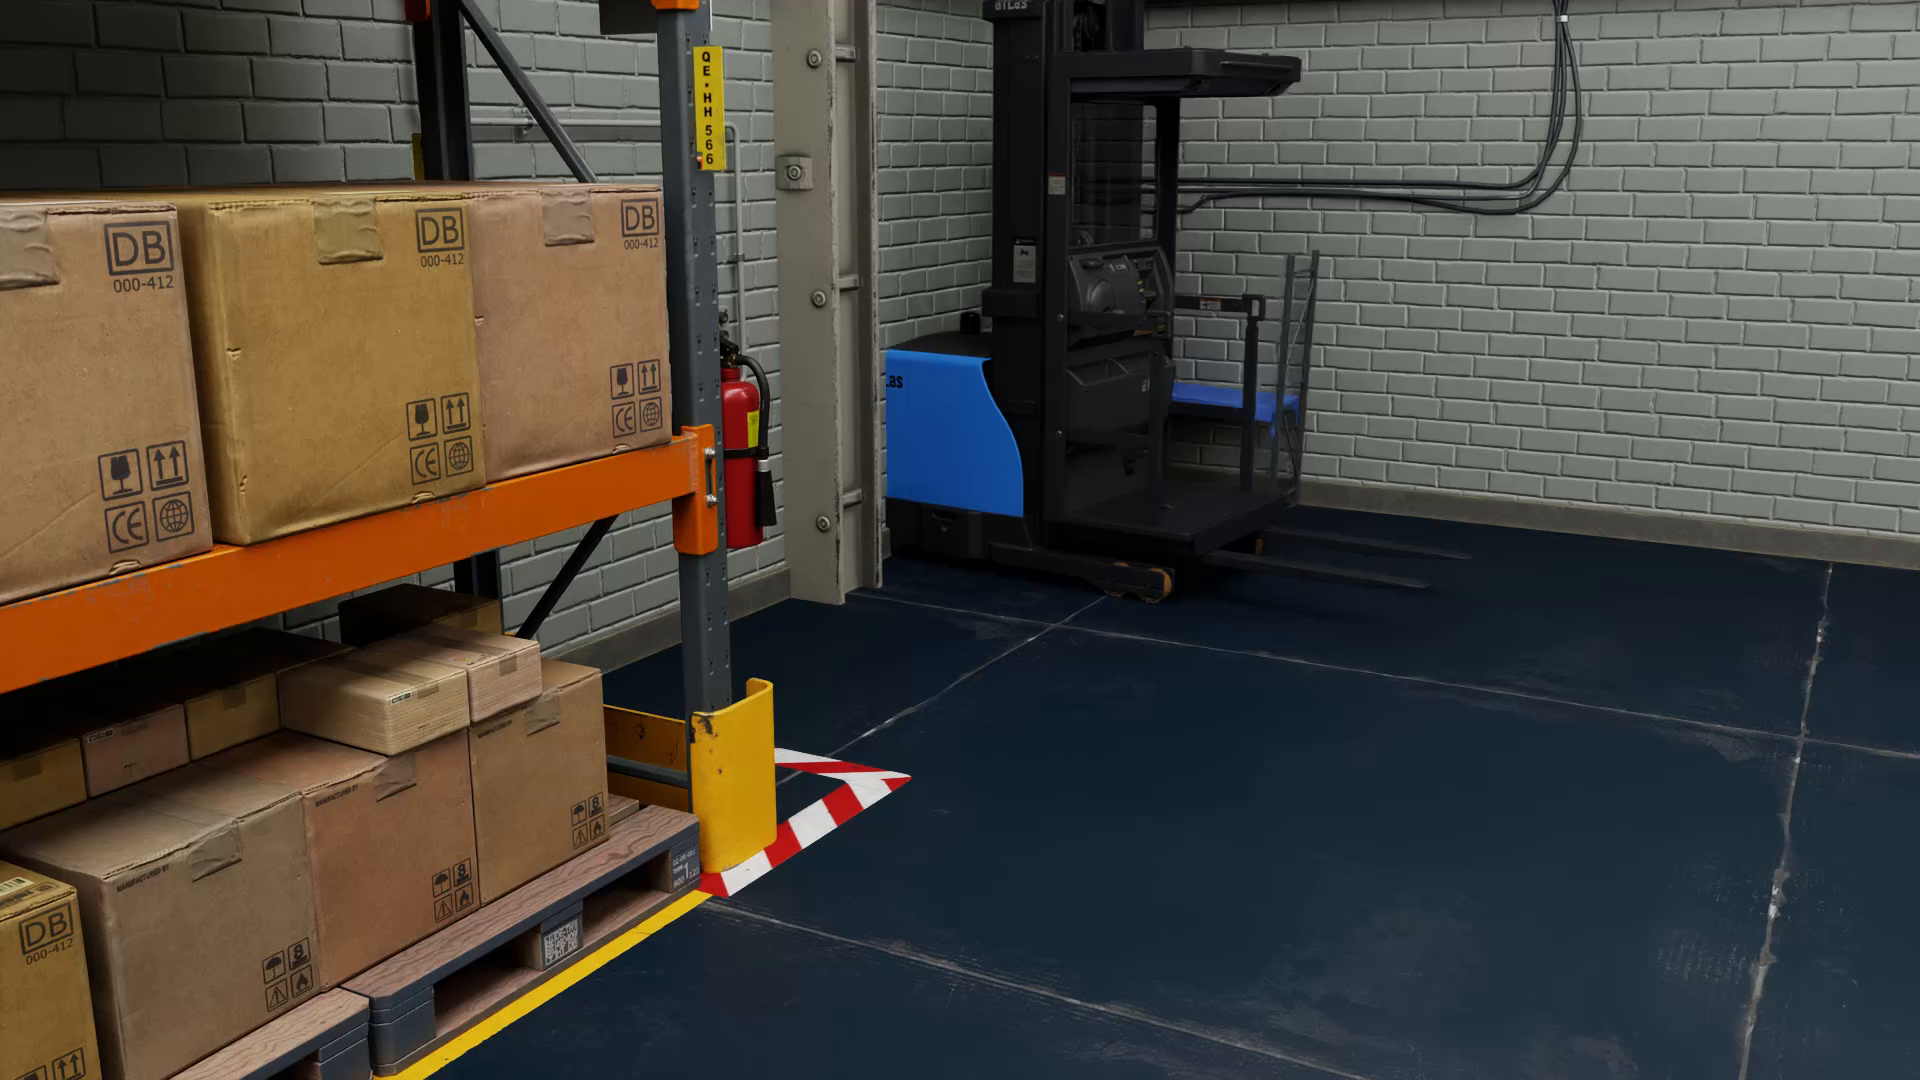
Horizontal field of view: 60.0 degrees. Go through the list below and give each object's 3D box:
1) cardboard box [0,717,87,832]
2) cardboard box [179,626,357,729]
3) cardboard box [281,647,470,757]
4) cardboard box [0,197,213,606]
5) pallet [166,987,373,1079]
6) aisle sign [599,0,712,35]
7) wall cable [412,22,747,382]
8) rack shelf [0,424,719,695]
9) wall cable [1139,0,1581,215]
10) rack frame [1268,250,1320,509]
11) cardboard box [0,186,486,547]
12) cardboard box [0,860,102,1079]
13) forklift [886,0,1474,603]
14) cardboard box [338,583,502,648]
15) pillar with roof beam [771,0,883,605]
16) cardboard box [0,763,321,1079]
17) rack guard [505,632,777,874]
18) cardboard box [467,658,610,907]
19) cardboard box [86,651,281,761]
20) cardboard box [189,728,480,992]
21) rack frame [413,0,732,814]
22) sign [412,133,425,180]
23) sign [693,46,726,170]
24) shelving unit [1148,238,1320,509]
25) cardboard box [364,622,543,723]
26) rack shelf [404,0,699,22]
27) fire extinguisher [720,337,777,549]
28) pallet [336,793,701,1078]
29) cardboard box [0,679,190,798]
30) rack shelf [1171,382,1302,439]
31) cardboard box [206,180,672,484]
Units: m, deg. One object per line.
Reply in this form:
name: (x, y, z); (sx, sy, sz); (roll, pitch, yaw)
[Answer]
cardboard box: (-2.129, 0.503, 3.602); (0.380, 0.149, 0.250); (8, 15, 29)
cardboard box: (-1.762, 0.346, 4.250); (0.380, 0.149, 0.250); (7, 15, 28)
cardboard box: (-1.429, 0.390, 4.068); (0.380, 0.149, 0.250); (8, 16, 30)
cardboard box: (-2.109, -0.294, 3.213); (0.980, 0.700, 0.700); (7, 15, 25)
pallet: (-2.061, 1.218, 3.531); (1.003, 0.211, 1.213); (7, 15, 28)
aisle sign: (-0.855, -1.804, 4.571); (0.394, 0.787, 0.004); (7, 15, 28)
wall cable: (-1.362, -1.424, 6.371); (0.084, 1.984, 1.851); (7, 15, 28)
rack shelf: (-2.119, 0.200, 3.338); (1.077, 0.370, 4.000); (7, 15, 28)
wall cable: (1.895, -3.087, 9.262); (3.097, 2.526, 0.112); (7, 15, 28)
rack frame: (1.901, -0.883, 9.495); (0.032, 1.500, 0.500); (10, 16, 27)
cardboard box: (-1.732, -0.449, 3.858); (0.980, 0.700, 0.700); (7, 15, 28)
cardboard box: (-2.139, 0.922, 3.246); (0.700, 0.500, 0.500); (8, 16, 29)
forklift: (0.967, -1.270, 8.046); (3.031, 2.935, 1.130); (9, 16, 34)
cardboard box: (-1.518, 0.242, 4.681); (0.380, 0.149, 0.250); (7, 15, 28)
pillar with roof beam: (3.164, -3.641, 4.934); (9.100, 9.000, 0.400); (7, 15, 28)
cardboard box: (-1.888, 0.812, 3.703); (0.700, 0.500, 0.500); (7, 15, 26)
rack guard: (-1.141, 0.650, 5.269); (1.175, 0.500, 0.348); (7, 15, 28)
cardboard box: (-1.403, 0.606, 4.557); (0.700, 0.500, 0.500); (7, 15, 28)
cardboard box: (-1.884, 0.398, 4.037); (0.380, 0.149, 0.250); (8, 15, 29)
cardboard box: (-1.645, 0.709, 4.131); (0.700, 0.500, 0.500); (7, 15, 28)
rack frame: (-1.153, -0.560, 4.956); (1.000, 3.000, 0.127); (7, 15, 28)
sign: (-1.635, -1.083, 5.111); (0.100, 0.325, 0.005); (7, 15, 28)
sign: (-0.684, -1.174, 4.526); (0.100, 0.325, 0.005); (7, 15, 28)
shelving unit: (1.455, -0.958, 9.727); (1.048, 1.500, 0.538); (10, 16, 27)
cardboard box: (-1.306, 0.338, 4.286); (0.380, 0.149, 0.250); (7, 15, 27)
rack shelf: (-2.119, -1.258, 2.987); (1.077, 0.370, 4.000); (7, 15, 28)
fire extinguisher: (-0.676, -0.320, 4.920); (0.296, 0.674, 0.183); (7, 15, 28)
pallet: (-1.471, 0.969, 4.565); (1.003, 0.211, 1.213); (7, 15, 28)
cardboard box: (-2.006, 0.450, 3.820); (0.380, 0.149, 0.250); (8, 16, 29)
rack shelf: (1.449, -0.784, 9.772); (1.000, 0.185, 0.538); (10, 16, 27)
cardboard box: (-1.390, -0.600, 4.482); (0.980, 0.700, 0.700); (8, 16, 31)
